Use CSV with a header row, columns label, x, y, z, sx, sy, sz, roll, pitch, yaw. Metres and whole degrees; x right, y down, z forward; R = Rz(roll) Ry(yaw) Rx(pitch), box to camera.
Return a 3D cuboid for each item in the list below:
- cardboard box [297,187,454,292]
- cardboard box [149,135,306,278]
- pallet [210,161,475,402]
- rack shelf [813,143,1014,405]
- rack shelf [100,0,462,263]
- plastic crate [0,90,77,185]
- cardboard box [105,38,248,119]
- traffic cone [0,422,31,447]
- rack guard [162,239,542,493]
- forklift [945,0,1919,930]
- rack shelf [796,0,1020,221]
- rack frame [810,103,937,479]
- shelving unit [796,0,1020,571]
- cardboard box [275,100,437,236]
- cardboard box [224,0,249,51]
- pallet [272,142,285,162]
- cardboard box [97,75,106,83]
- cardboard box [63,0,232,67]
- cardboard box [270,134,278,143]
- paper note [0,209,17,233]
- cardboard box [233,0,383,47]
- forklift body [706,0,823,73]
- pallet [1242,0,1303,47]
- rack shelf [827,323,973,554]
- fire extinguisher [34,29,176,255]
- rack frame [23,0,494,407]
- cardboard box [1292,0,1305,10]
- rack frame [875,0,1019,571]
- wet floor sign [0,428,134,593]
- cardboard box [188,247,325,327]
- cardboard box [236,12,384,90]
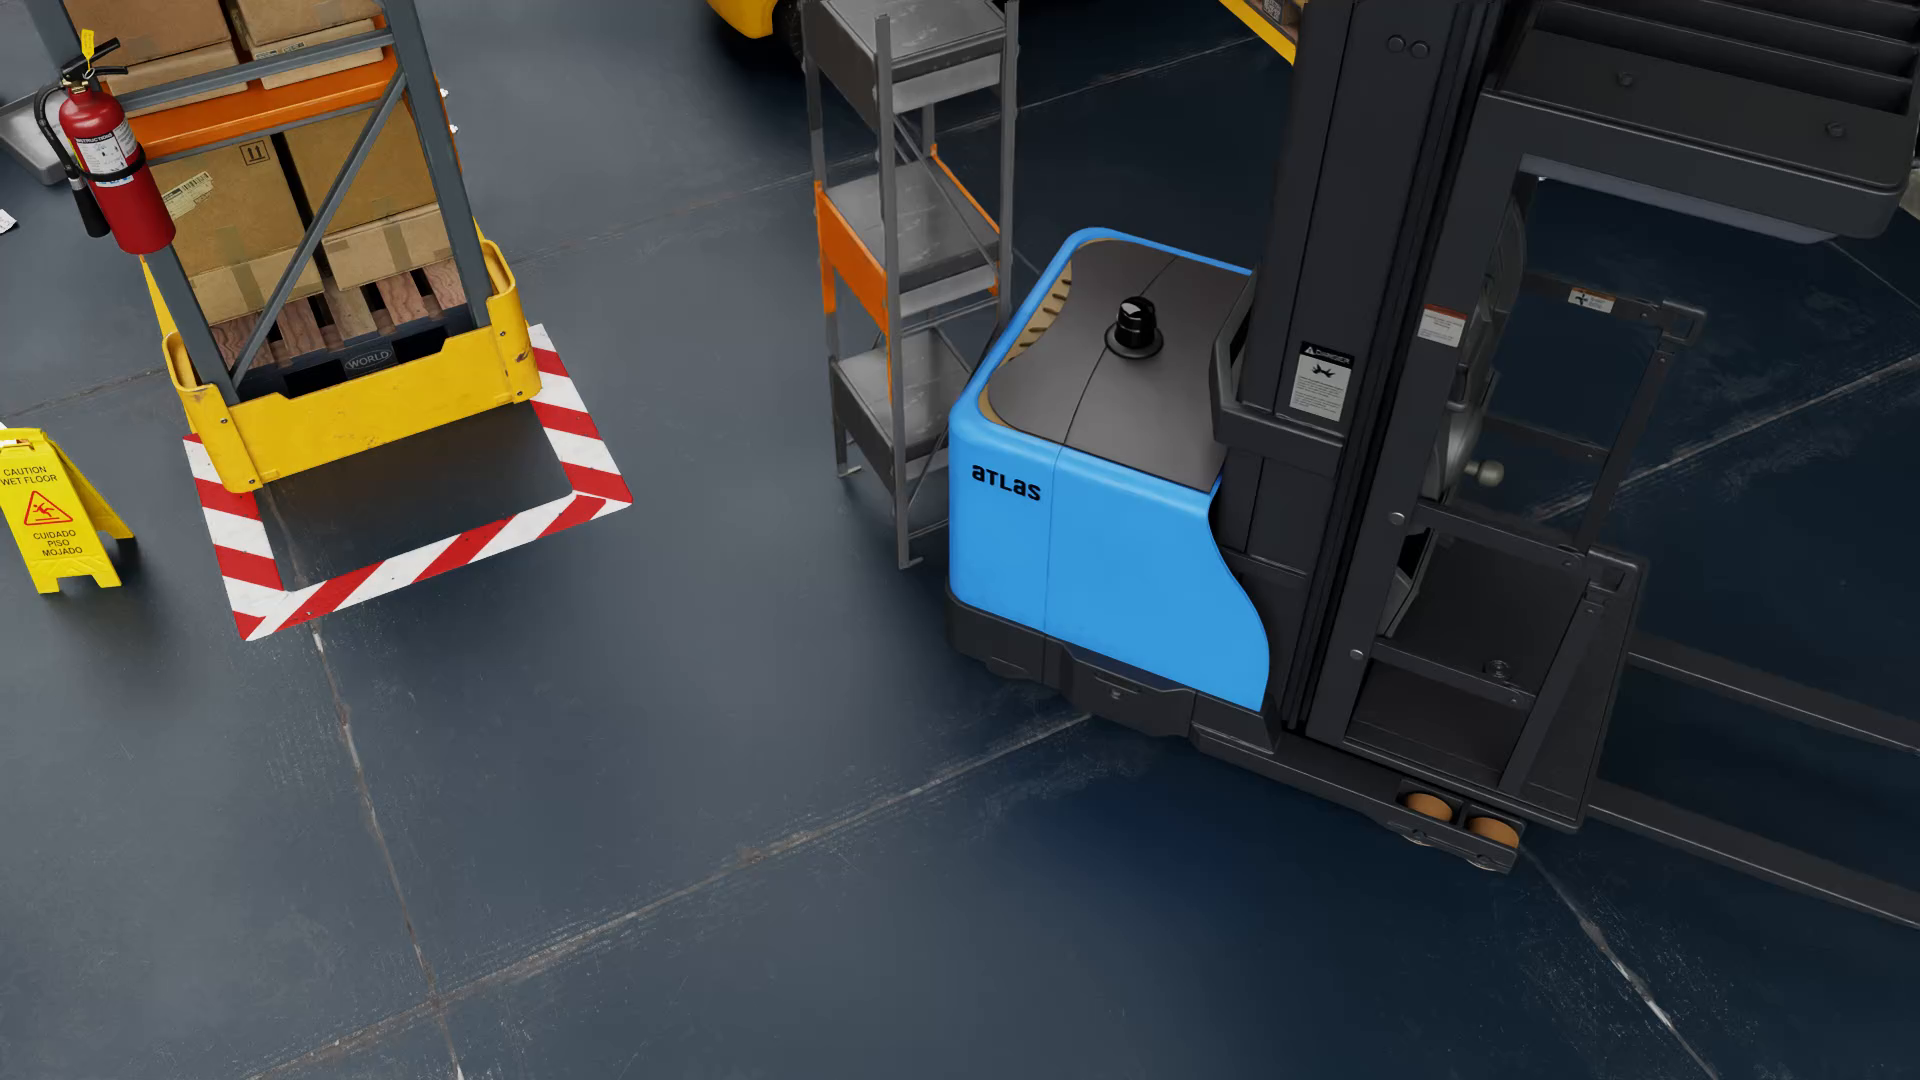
label,x,y,z,sx,sy,sz,roll,pitch,yaw
cardboard box,-2.237,-1.269,6.415,0.500,0.250,0.500,-22,52,-18
cardboard box,-2.712,-1.327,5.968,0.500,0.500,0.500,-21,52,-17
pallet,-2.489,-1.090,6.563,1.003,0.211,1.213,-21,52,-18
rack shelf,-0.144,-0.815,5.086,0.431,0.518,0.480,-22,52,-18
rack shelf,-3.029,-2.503,6.424,1.077,0.370,4.000,-21,52,-18
plastic crate,-3.955,-1.784,7.257,0.583,0.080,0.402,35,57,27
cardboard box,-2.475,-1.495,5.232,0.380,0.149,0.250,-20,52,-16
traffic cone,-3.458,-0.409,5.801,0.336,0.463,0.334,-21,52,-18
rack guard,-2.149,-0.629,5.968,1.175,0.500,0.348,-21,52,-18
forklift,1.510,-0.454,4.200,3.031,2.935,1.130,20,52,16
rack shelf,-0.143,-1.276,4.559,0.431,0.518,0.480,-22,52,-18
rack frame,-0.258,-0.986,5.218,0.400,2.100,0.015,-22,52,-18
shelving unit,-0.144,-0.824,5.076,0.431,2.100,0.503,-22,52,-18
cardboard box,-2.249,-1.532,6.146,0.500,0.500,0.500,-23,53,-19
cardboard box,-2.214,-1.781,5.482,0.380,0.149,0.250,-20,52,-17
pallet,-3.043,-1.905,7.276,1.003,0.211,1.213,-21,52,-18
cardboard box,-2.690,-1.626,5.346,0.380,0.149,0.250,-22,52,-18
cardboard box,-2.607,-1.800,5.068,0.500,0.500,0.500,-22,52,-18
cardboard box,-2.725,-1.974,7.032,0.500,0.250,0.500,-18,51,-15
paper note,-3.997,-1.311,6.877,0.148,0.019,0.142,35,57,27
cardboard box,-2.084,-1.944,5.194,0.500,0.500,0.500,-22,52,-18
forklift body,-0.192,-3.475,7.360,2.313,2.155,1.214,-21,52,-18
pallet,1.911,-2.693,7.965,1.003,0.211,1.213,-21,52,-18
rack shelf,-0.144,-0.354,5.613,0.431,0.518,0.480,-22,52,-18
fire extinguisher,-2.471,-1.140,4.806,0.296,0.674,0.183,-21,52,-18
rack frame,-2.114,-1.401,4.983,1.000,3.000,0.127,-21,52,-18
cardboard box,1.802,-2.552,7.537,0.500,0.250,0.500,-21,52,-17
rack frame,-0.029,-0.662,4.934,0.400,2.100,0.015,-22,52,-18
wet floor sign,-2.978,-0.130,5.435,0.267,0.644,0.232,-5,49,-5
cardboard box,-2.734,-1.098,6.266,0.500,0.250,0.500,-21,52,-18
cardboard box,-2.085,-1.617,5.338,0.380,0.149,0.250,-21,52,-17
